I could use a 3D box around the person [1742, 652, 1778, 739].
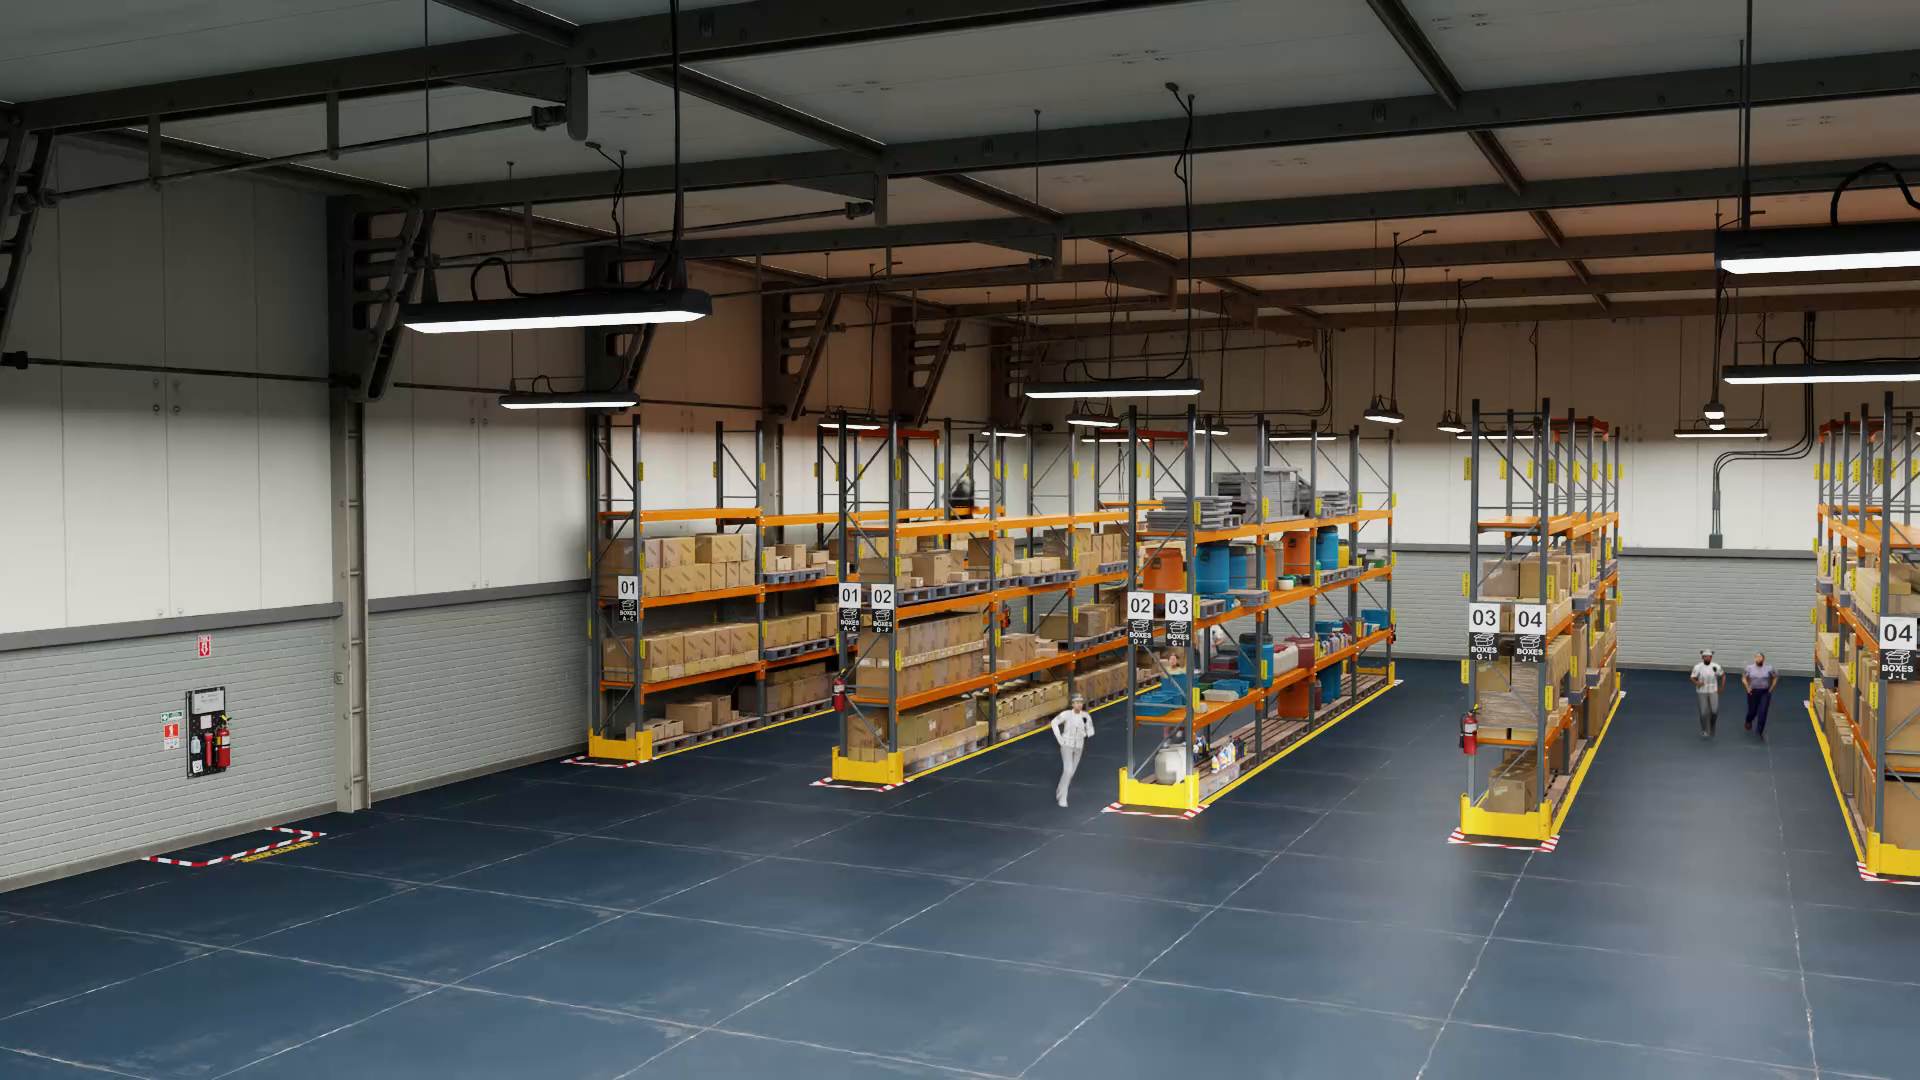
[{"bbox_3d":[15.096,2.919,31.382,0.607,1.628,0.641,1,3,24],"label":"person"}]

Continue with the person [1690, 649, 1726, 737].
[{"bbox_3d":[14.036,2.872,31.205,0.630,1.672,0.576,1,2,19],"label":"person"}]

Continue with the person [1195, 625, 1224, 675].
[{"bbox_3d":[5.645,2.565,37.707,0.680,1.802,0.863,1,2,19],"label":"person"}]

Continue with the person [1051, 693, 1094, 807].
[{"bbox_3d":[1.705,3.153,25.055,0.590,1.736,0.648,-1,2,-17],"label":"person"}]

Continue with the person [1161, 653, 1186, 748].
[{"bbox_3d":[3.907,2.908,30.436,0.577,1.681,0.907,1,3,24],"label":"person"}]
